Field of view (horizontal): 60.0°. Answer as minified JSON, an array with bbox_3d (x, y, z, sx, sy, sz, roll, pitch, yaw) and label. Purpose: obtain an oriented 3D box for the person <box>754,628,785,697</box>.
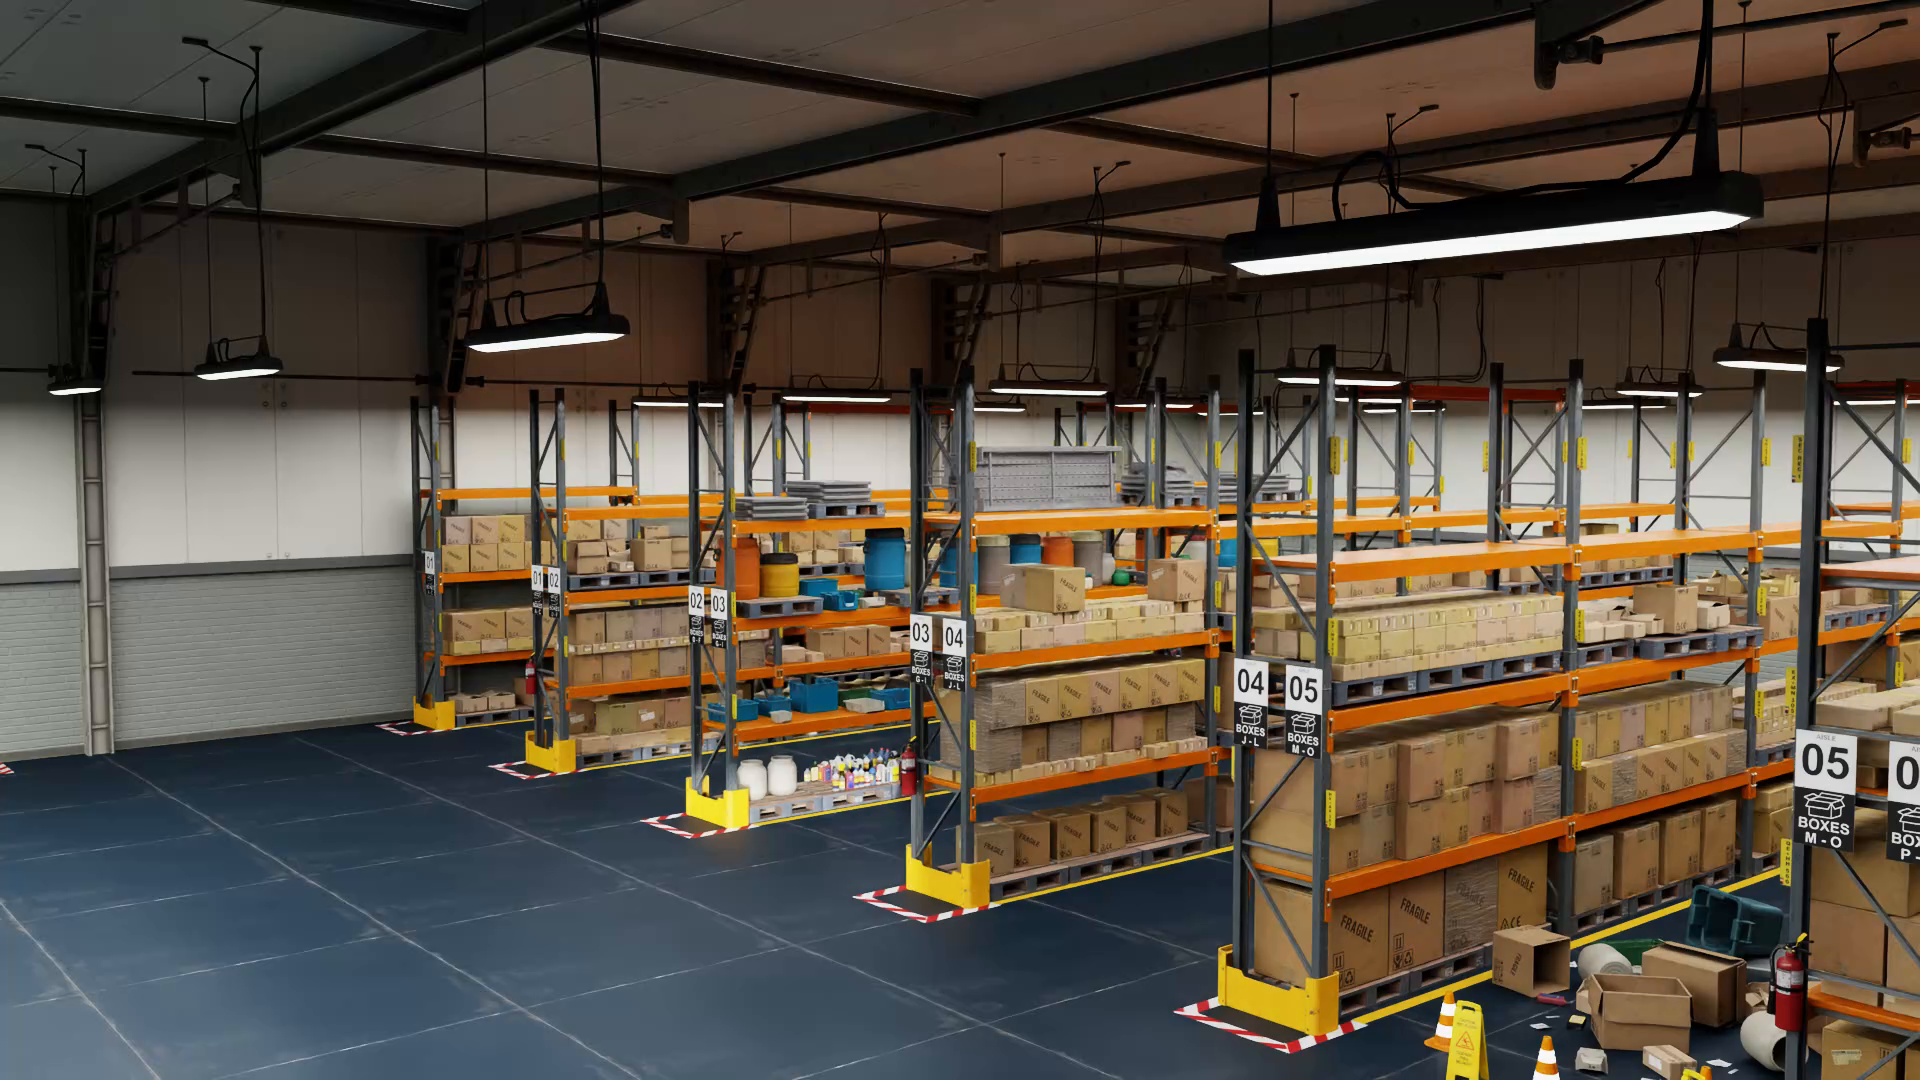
[{"bbox_3d":[-3.580,2.459,31.091,0.620,1.800,0.859,3,4,41],"label":"person"}]
